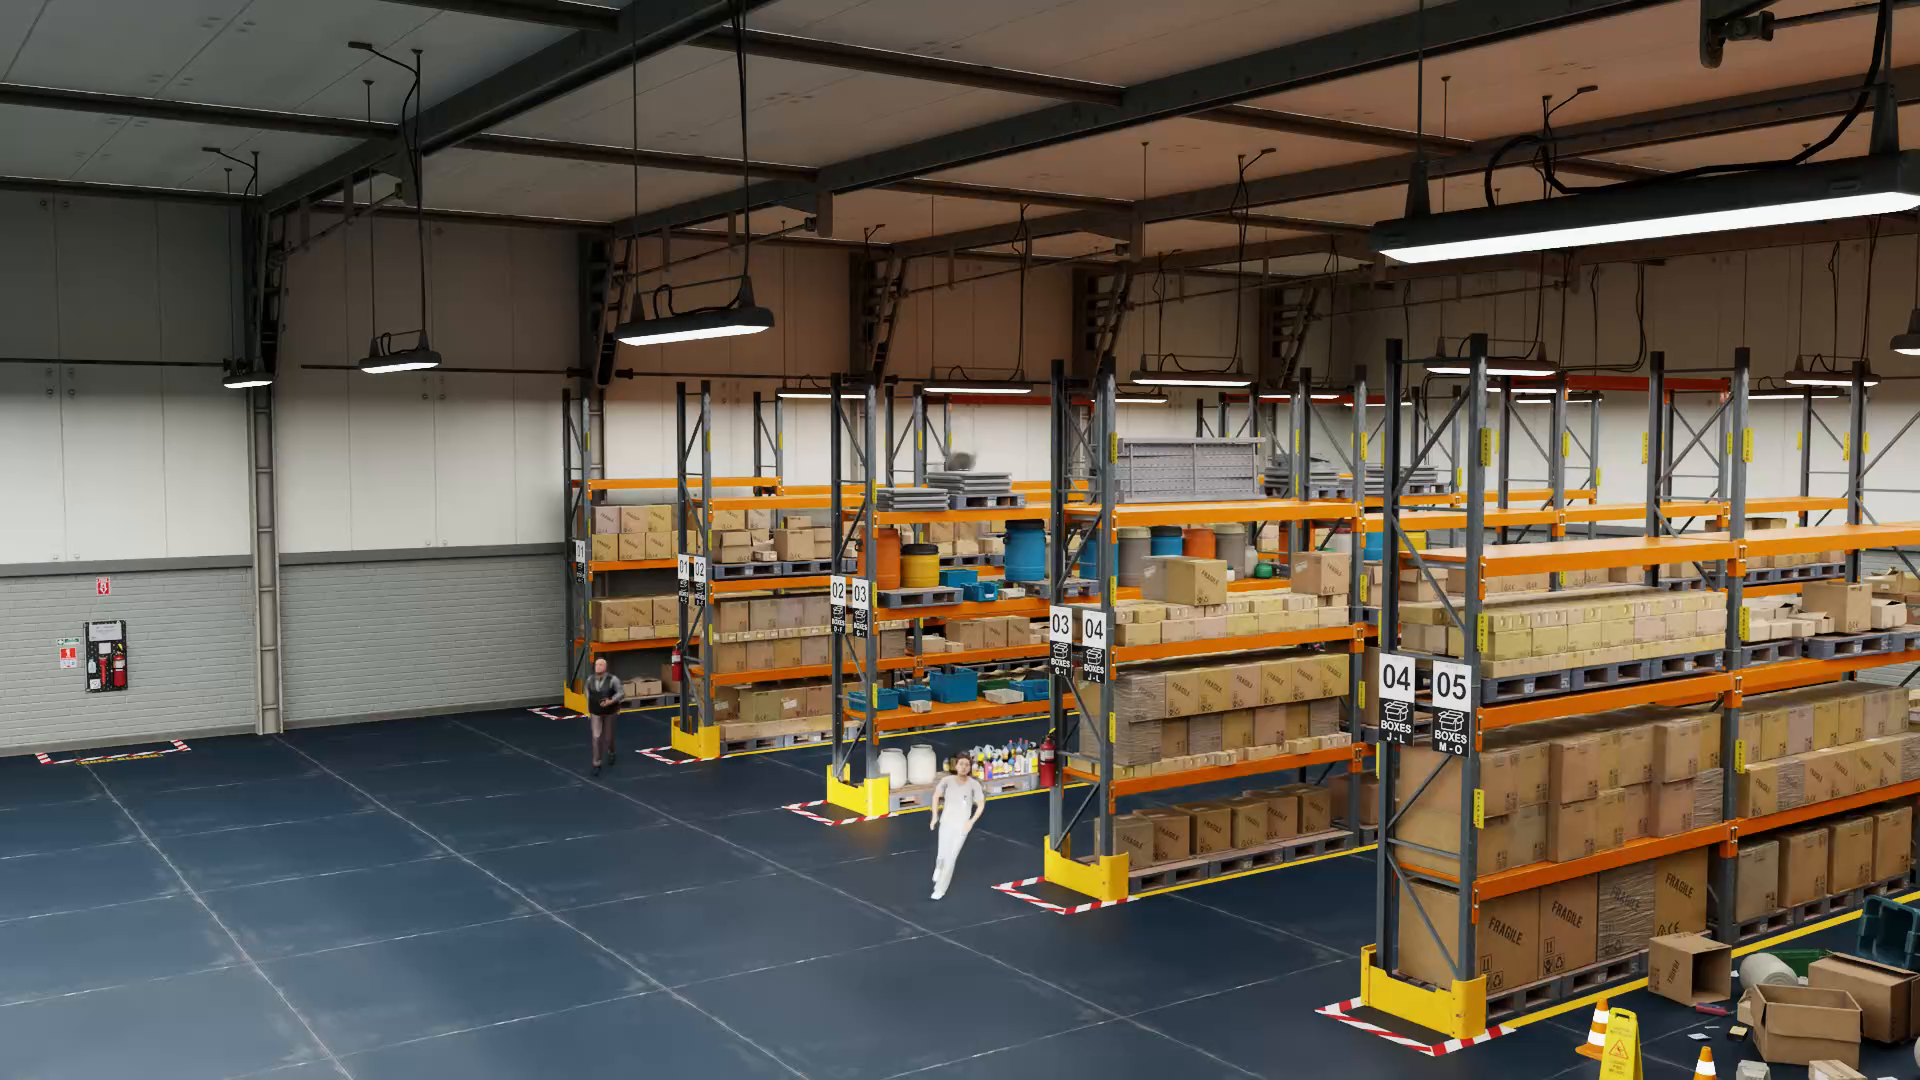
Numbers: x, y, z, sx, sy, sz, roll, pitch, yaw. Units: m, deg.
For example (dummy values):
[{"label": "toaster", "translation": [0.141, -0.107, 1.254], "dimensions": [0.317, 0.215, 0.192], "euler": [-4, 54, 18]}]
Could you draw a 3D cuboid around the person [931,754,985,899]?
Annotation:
[{"label": "person", "translation": [-0.027, 3.175, 18.499], "dimensions": [0.597, 1.594, 0.534], "euler": [0, 4, 5]}]

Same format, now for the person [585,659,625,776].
[{"label": "person", "translation": [-5.407, 2.653, 25.287], "dimensions": [0.658, 1.723, 0.903], "euler": [0, 4, 2]}]
